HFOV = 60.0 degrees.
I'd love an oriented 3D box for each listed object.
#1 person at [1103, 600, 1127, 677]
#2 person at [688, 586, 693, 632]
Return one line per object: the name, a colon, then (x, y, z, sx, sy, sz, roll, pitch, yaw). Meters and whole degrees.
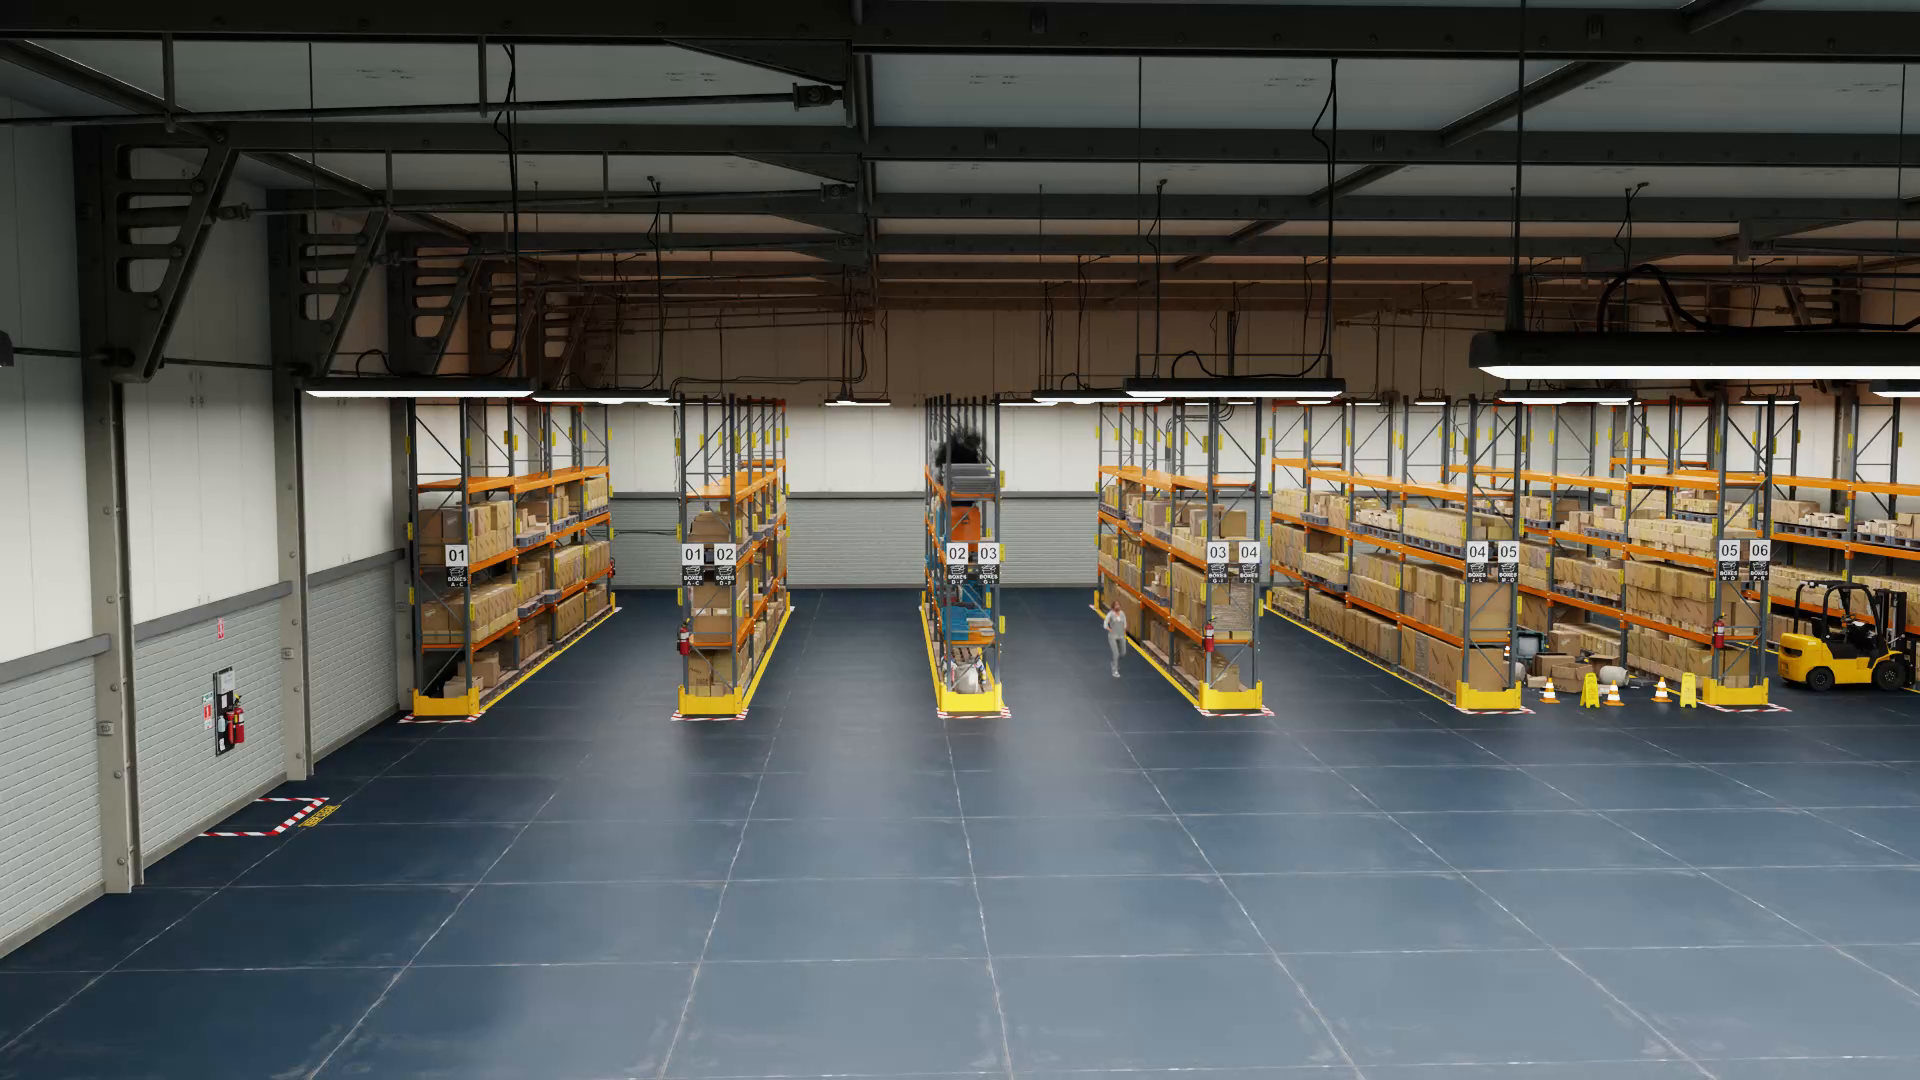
person: (3.176, 1.990, 33.700, 0.532, 1.562, 0.515, -1, 5, -17)
person: (-6.546, 1.554, 41.688, 0.633, 1.814, 0.726, -1, 5, -12)
